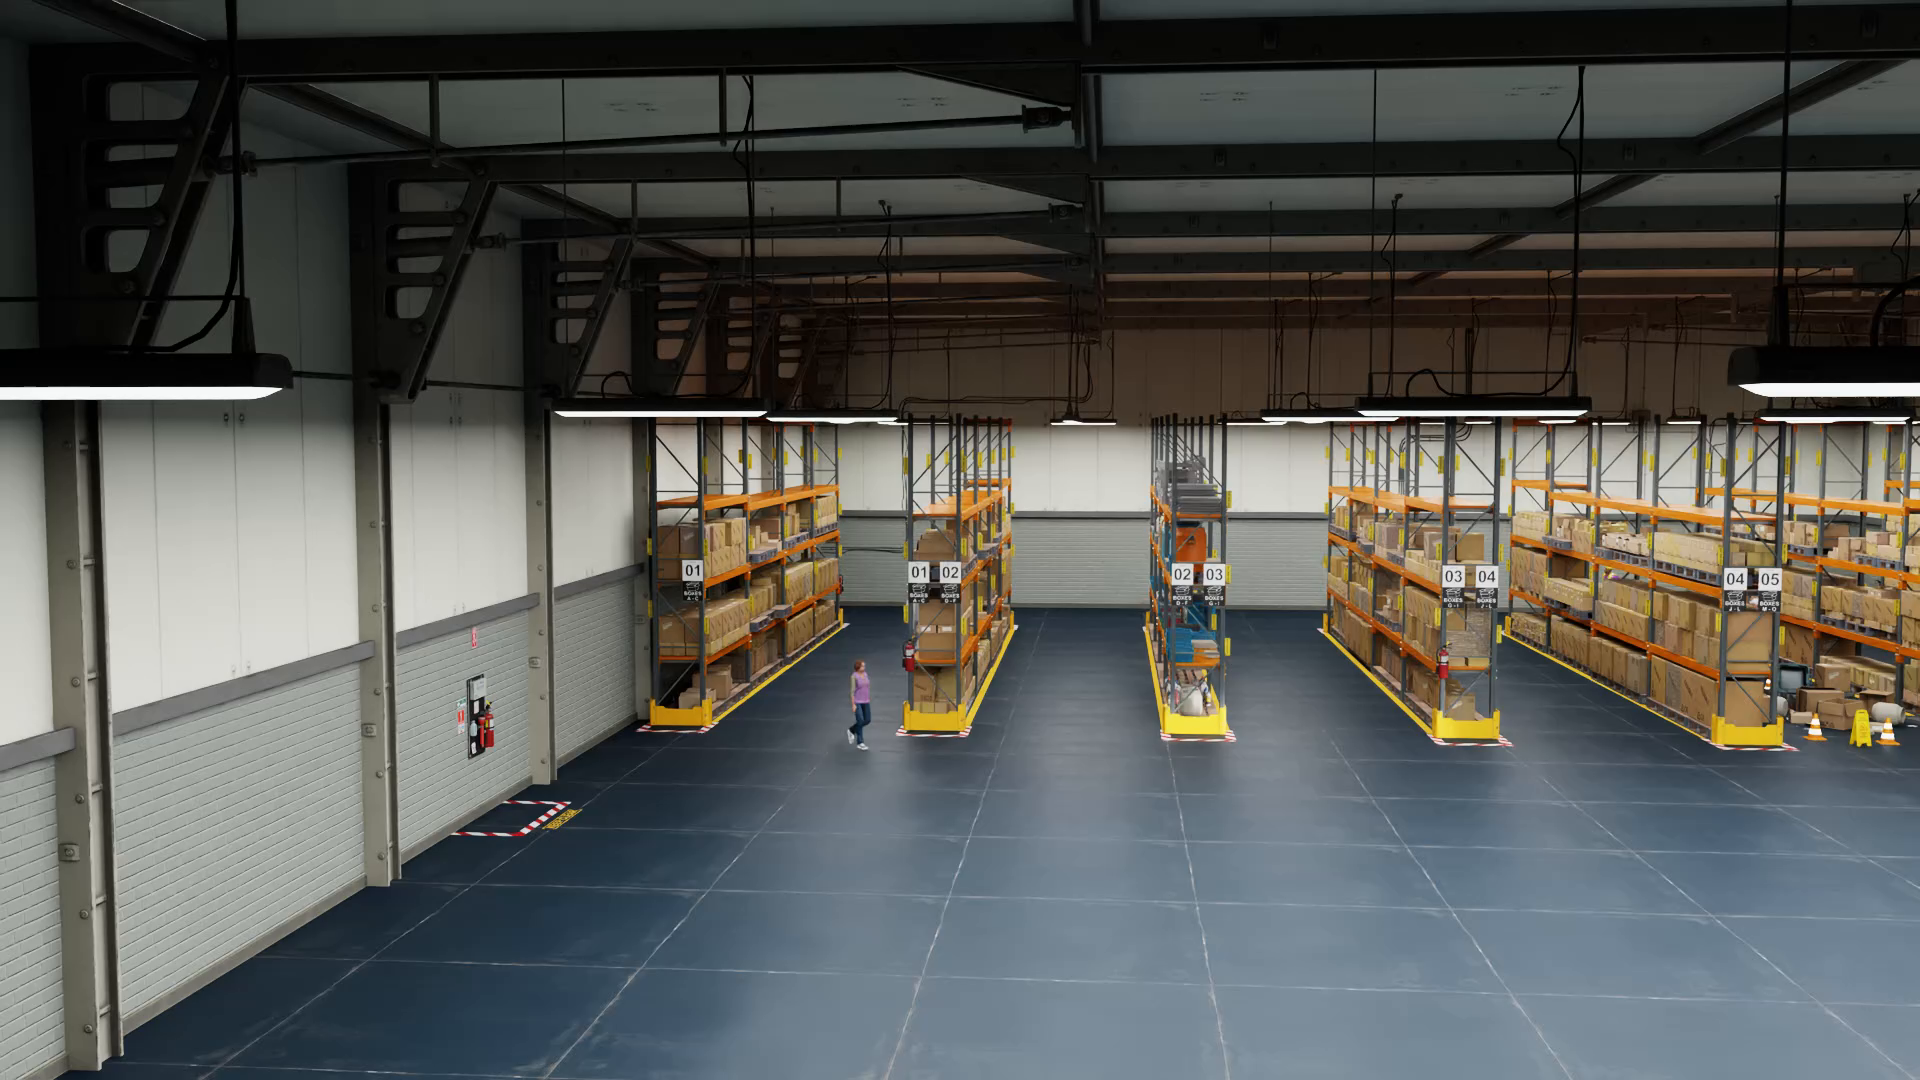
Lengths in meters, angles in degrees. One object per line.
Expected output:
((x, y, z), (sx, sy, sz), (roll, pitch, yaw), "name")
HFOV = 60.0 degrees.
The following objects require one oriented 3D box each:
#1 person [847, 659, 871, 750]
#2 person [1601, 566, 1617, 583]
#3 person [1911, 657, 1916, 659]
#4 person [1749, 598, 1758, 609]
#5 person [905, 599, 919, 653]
((-1.808, 2.924, 29.747), (0.620, 1.575, 0.475), (3, 5, 42), "person")
((19.144, 1.559, 49.015), (0.996, 1.733, 0.564), (0, 4, -4), "person")
((22.686, 2.186, 39.313), (0.586, 1.784, 0.427), (-2, 4, -21), "person")
((18.407, 2.245, 38.361), (0.518, 1.781, 0.535), (-1, 4, -14), "person")
((-1.095, 2.001, 42.158), (0.603, 1.713, 1.142), (1, 4, 8), "person")
